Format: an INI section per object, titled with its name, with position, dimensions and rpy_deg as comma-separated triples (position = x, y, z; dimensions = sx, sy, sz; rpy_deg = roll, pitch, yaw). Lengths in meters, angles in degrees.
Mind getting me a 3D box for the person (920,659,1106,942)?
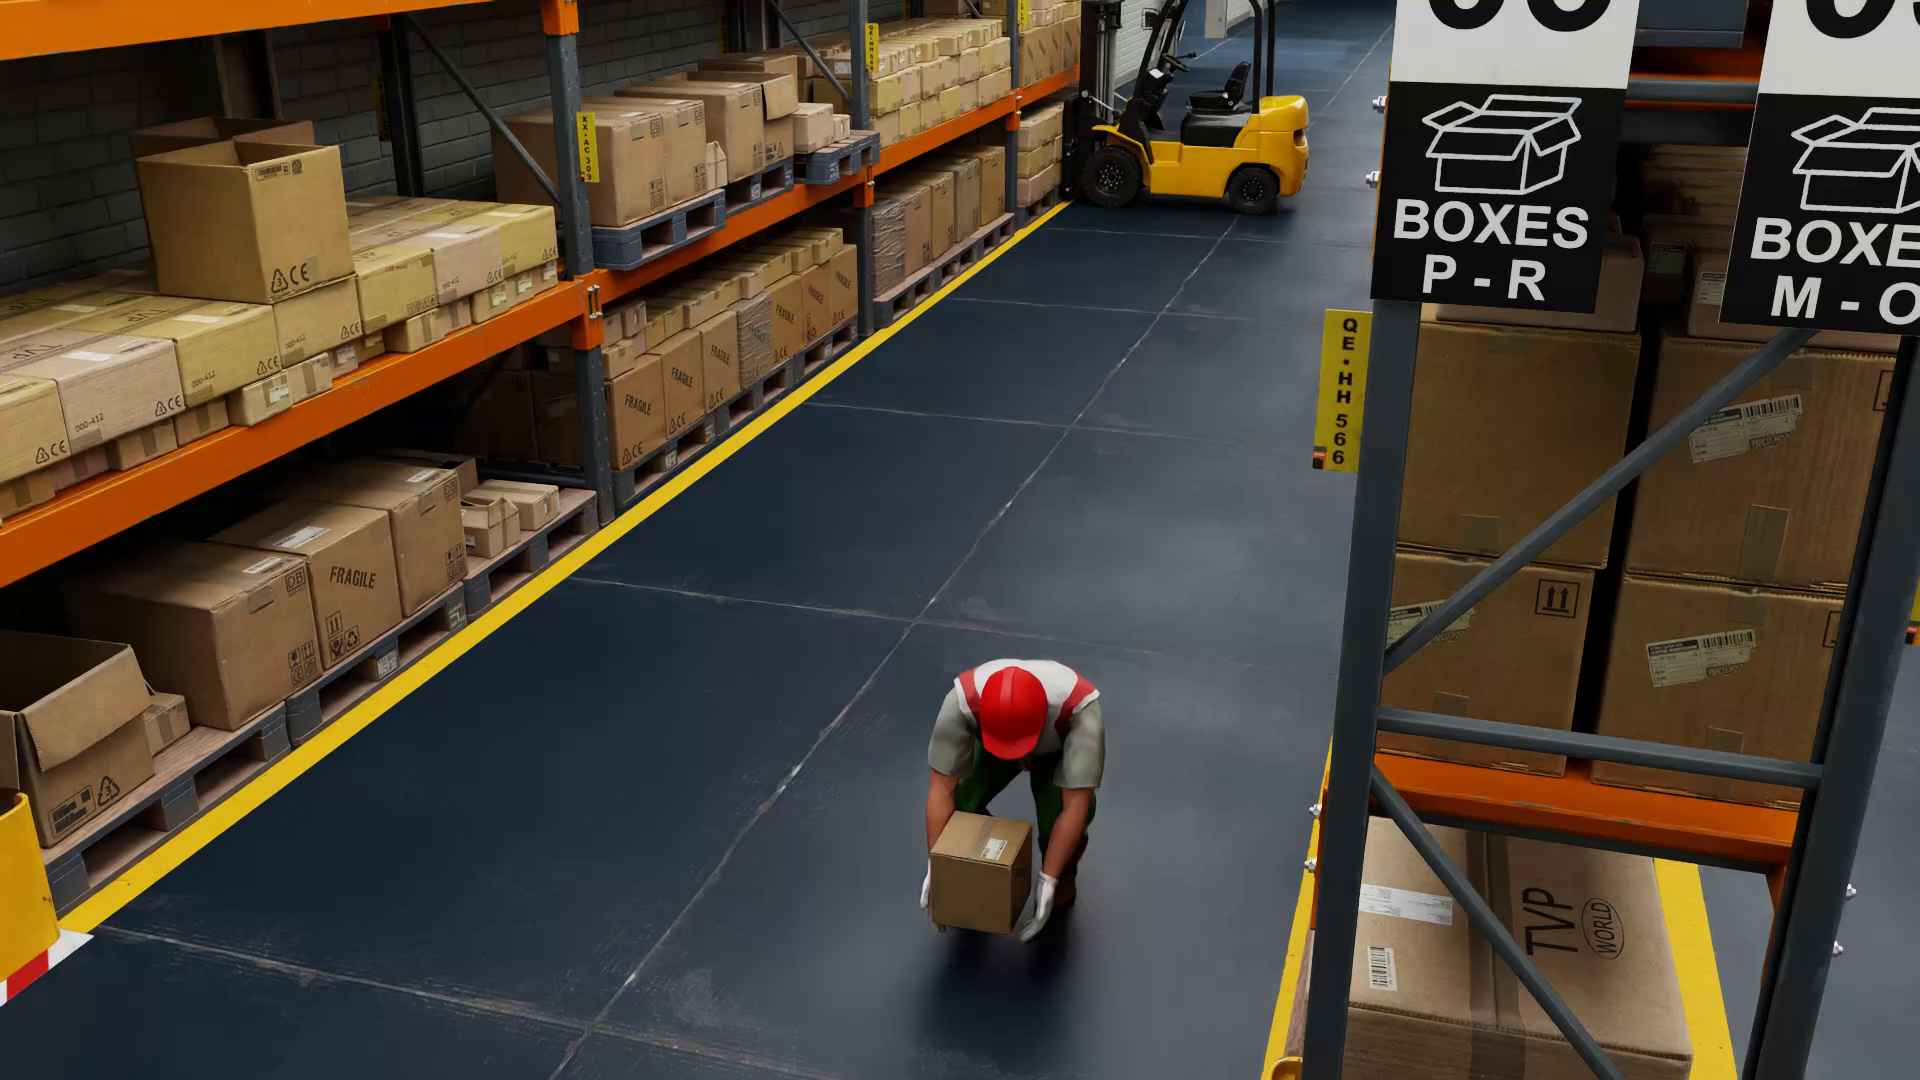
[person]
position = 0.200, 0.735, 5.289
dimensions = 0.567, 0.998, 0.884
rpy_deg = 6, 23, 15
